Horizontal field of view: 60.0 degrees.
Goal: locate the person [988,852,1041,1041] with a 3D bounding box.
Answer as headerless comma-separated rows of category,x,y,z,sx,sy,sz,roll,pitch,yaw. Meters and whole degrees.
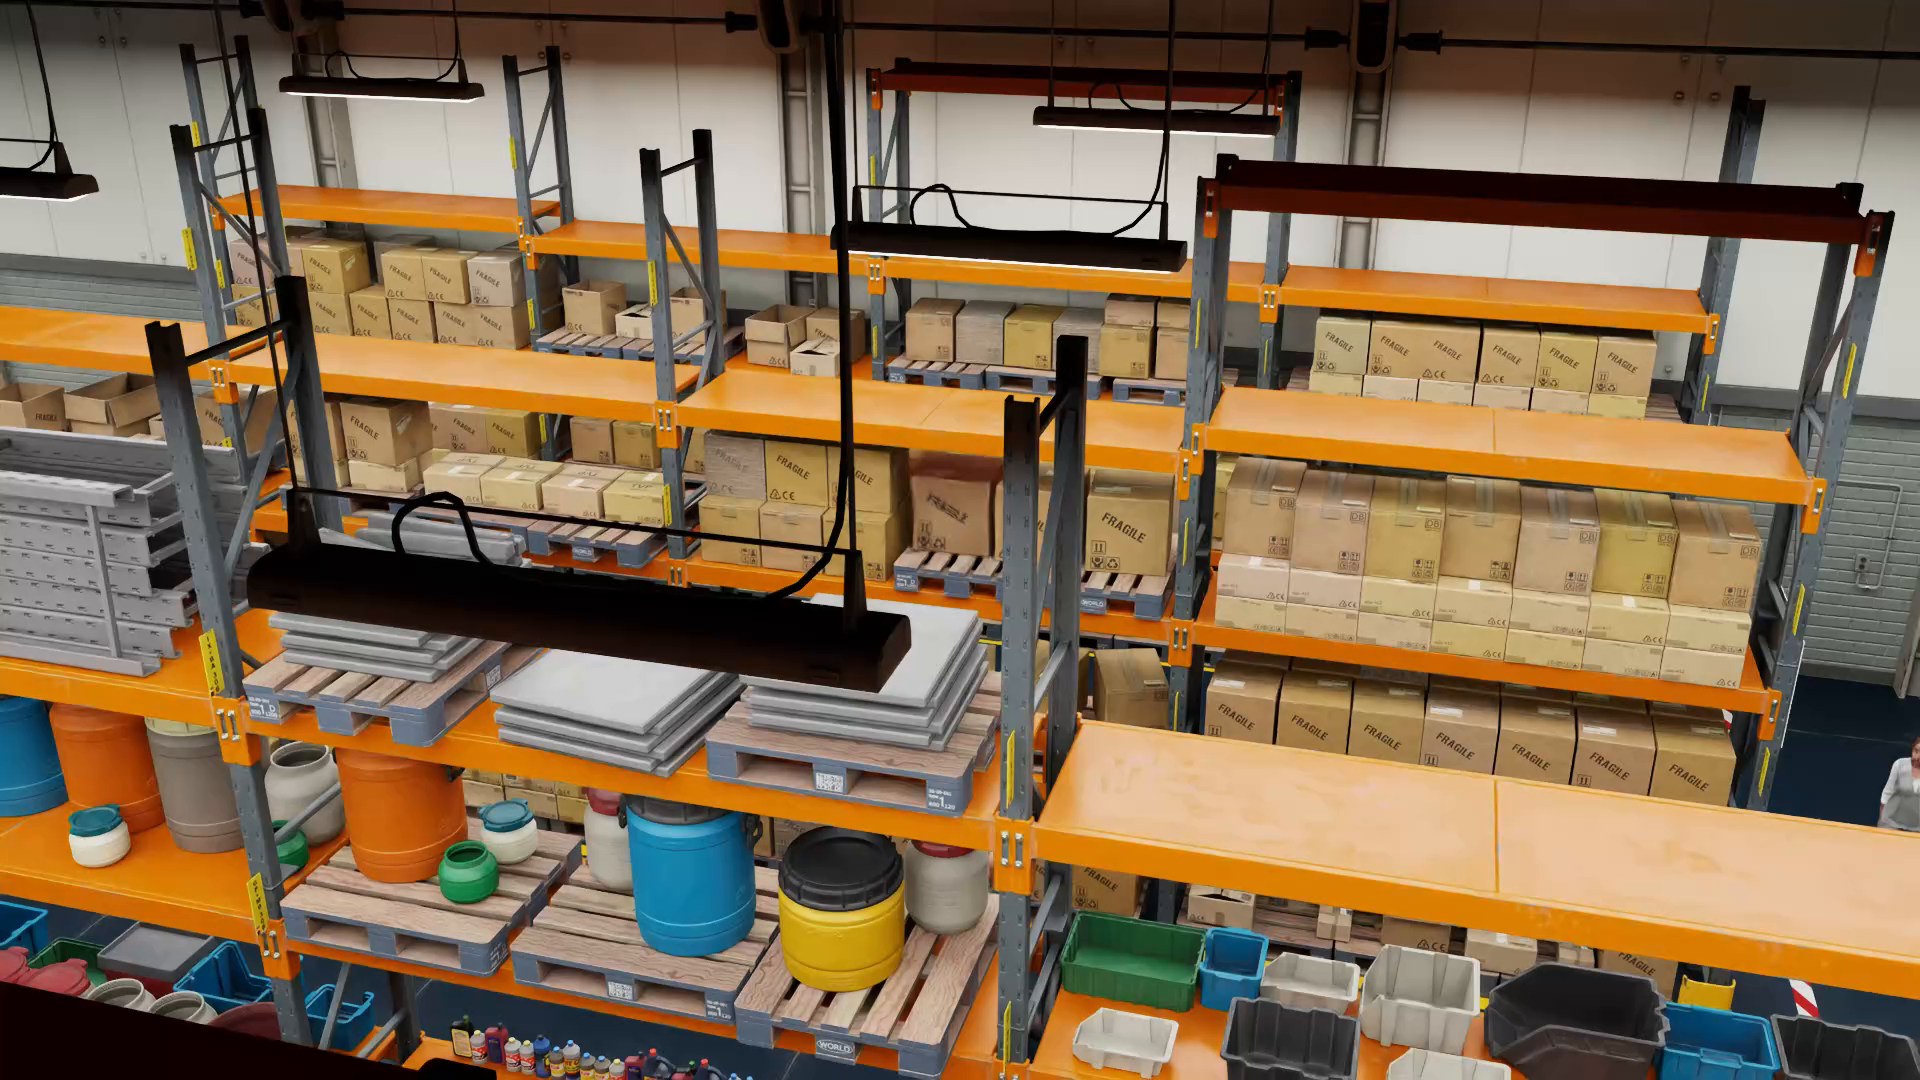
person,0.328,2.911,11.567,0.939,1.680,0.530,5,23,12

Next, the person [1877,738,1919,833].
person,7.538,2.239,13.275,0.406,1.589,0.537,6,23,14
